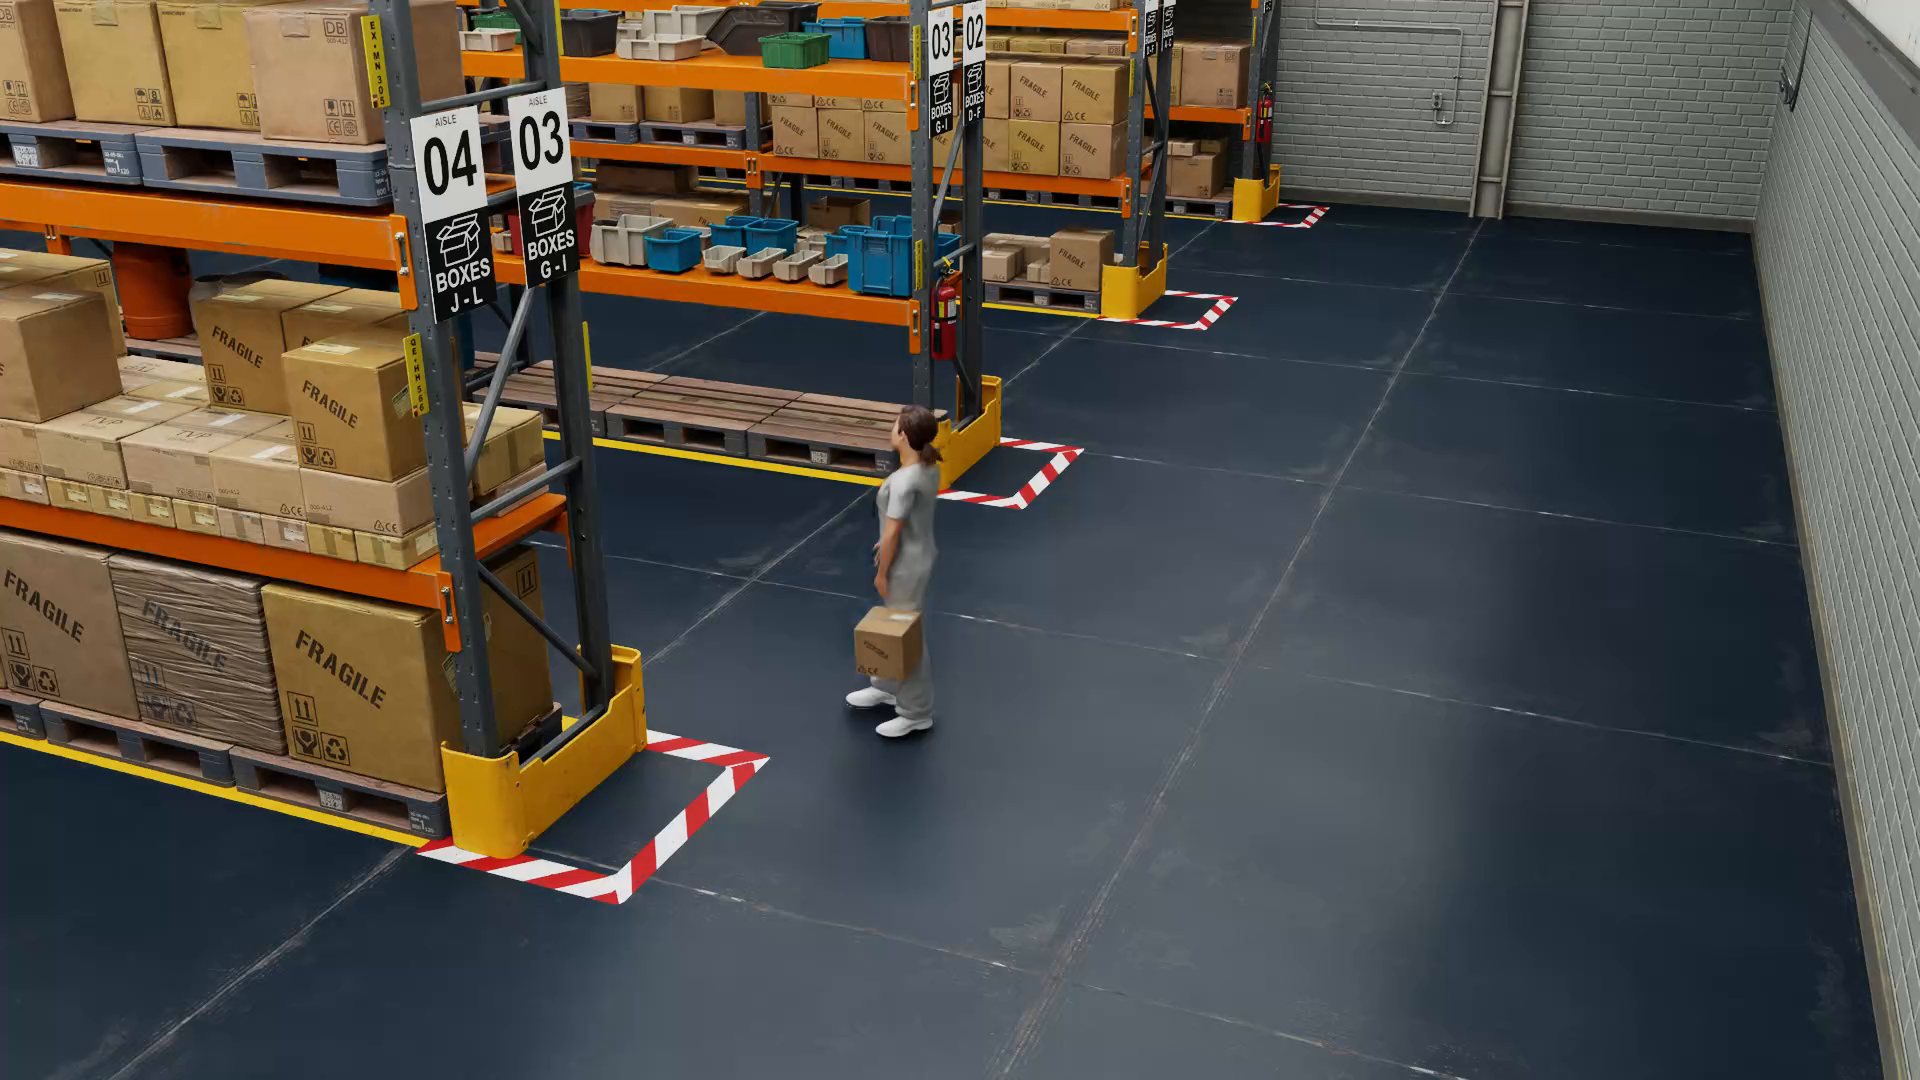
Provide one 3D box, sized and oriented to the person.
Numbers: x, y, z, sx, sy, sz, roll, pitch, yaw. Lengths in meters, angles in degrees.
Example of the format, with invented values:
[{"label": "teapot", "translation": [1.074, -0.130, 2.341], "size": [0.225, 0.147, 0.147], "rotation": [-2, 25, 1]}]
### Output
[{"label": "person", "translation": [-0.334, 0.143, 8.206], "size": [0.537, 1.674, 0.463], "rotation": [4, 23, 10]}]
